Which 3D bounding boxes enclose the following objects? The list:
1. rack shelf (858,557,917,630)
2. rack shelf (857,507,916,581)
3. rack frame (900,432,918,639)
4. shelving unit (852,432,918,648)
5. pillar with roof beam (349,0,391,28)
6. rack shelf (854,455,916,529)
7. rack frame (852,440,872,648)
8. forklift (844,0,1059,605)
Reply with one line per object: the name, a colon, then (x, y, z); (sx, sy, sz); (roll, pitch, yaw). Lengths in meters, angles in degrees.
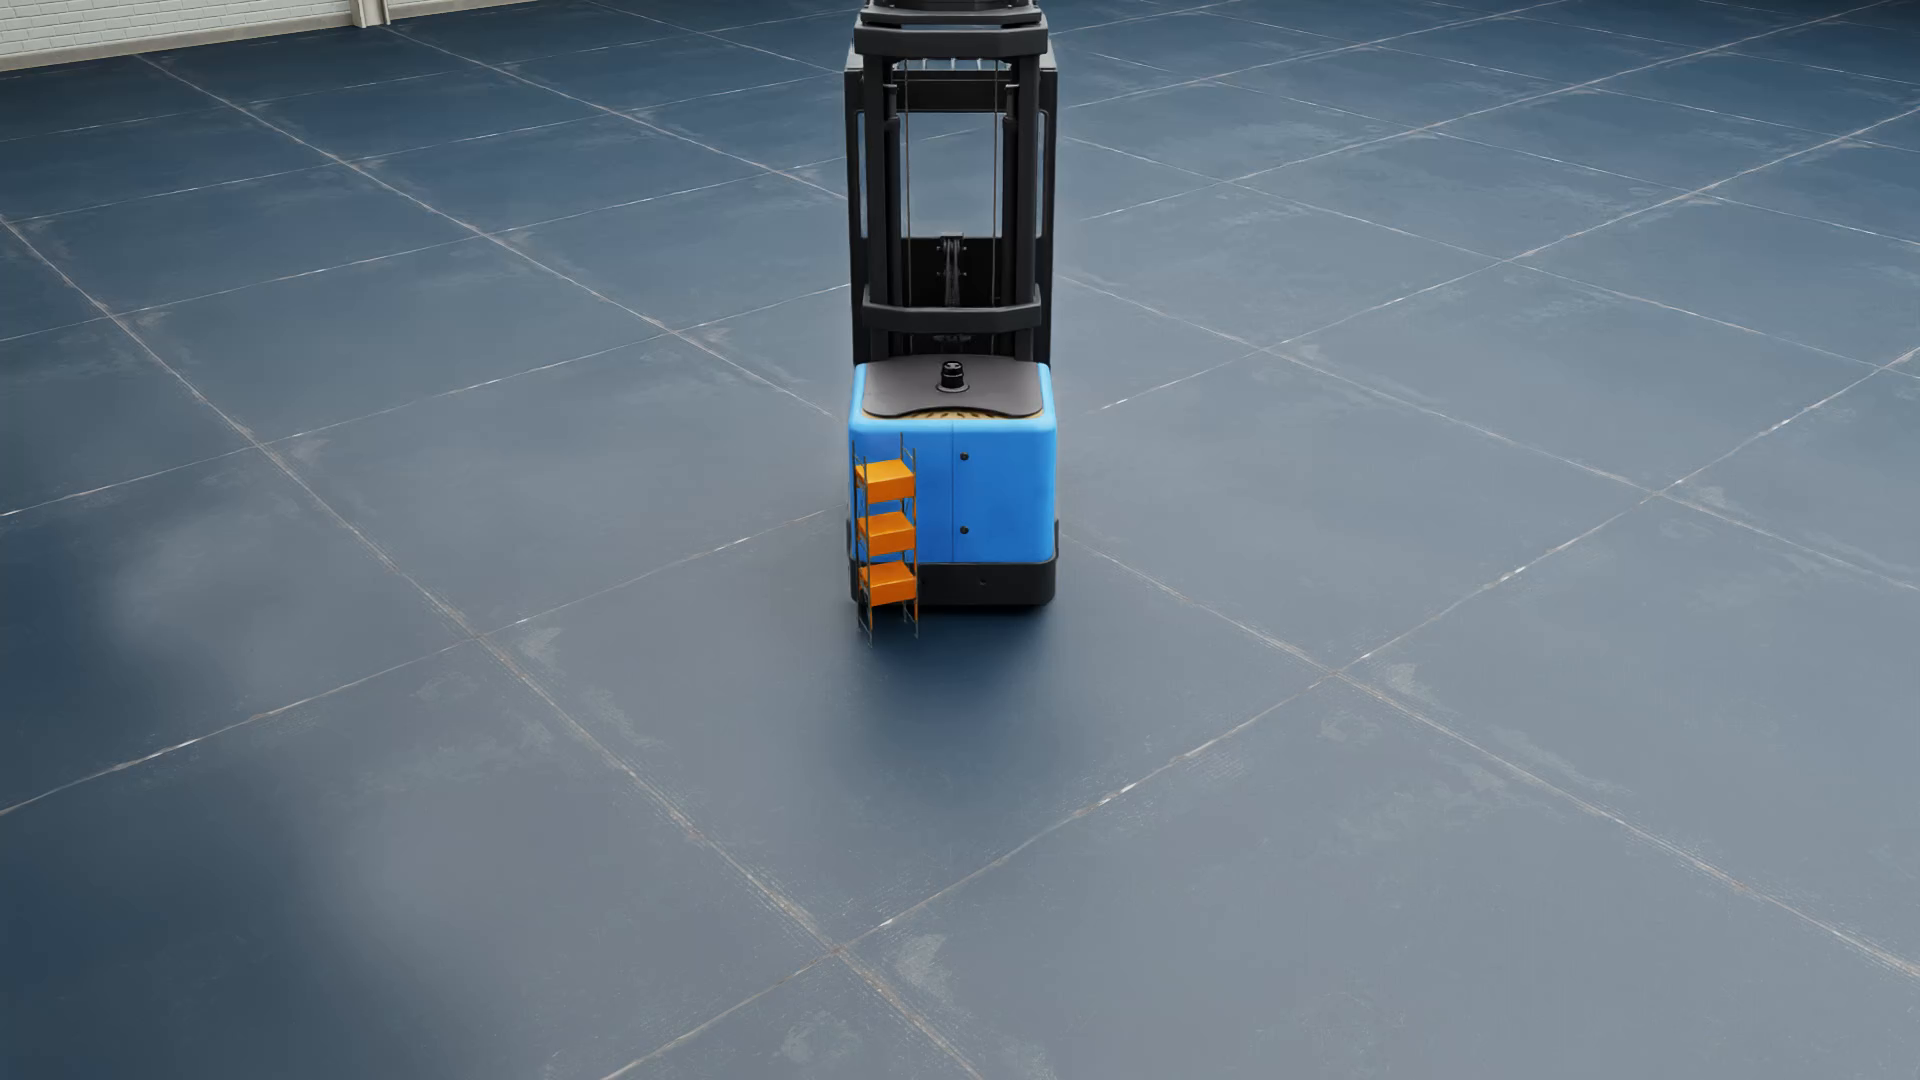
rack shelf: (-0.362, 0.263, 8.256); (0.240, 0.259, 0.215); (-10, 30, -19)
rack shelf: (-0.362, 0.018, 8.125); (0.240, 0.259, 0.215); (-10, 30, -19)
rack frame: (-0.248, -0.012, 8.159); (0.008, 1.050, 0.200); (-10, 30, -19)
shelving unit: (-0.362, 0.008, 8.120); (0.252, 1.050, 0.215); (-10, 30, -19)
pillar with roof beam: (-5.004, -9.263, 17.036); (0.400, 9.000, 9.100); (-22, 35, -35)
rack shelf: (-0.362, -0.232, 7.991); (0.240, 0.259, 0.215); (-10, 30, -19)
rack frame: (-0.476, 0.029, 8.081); (0.008, 1.050, 0.200); (-10, 30, -19)
forklift: (-0.048, -1.611, 9.156); (1.130, 2.935, 3.031); (0, 28, 0)
